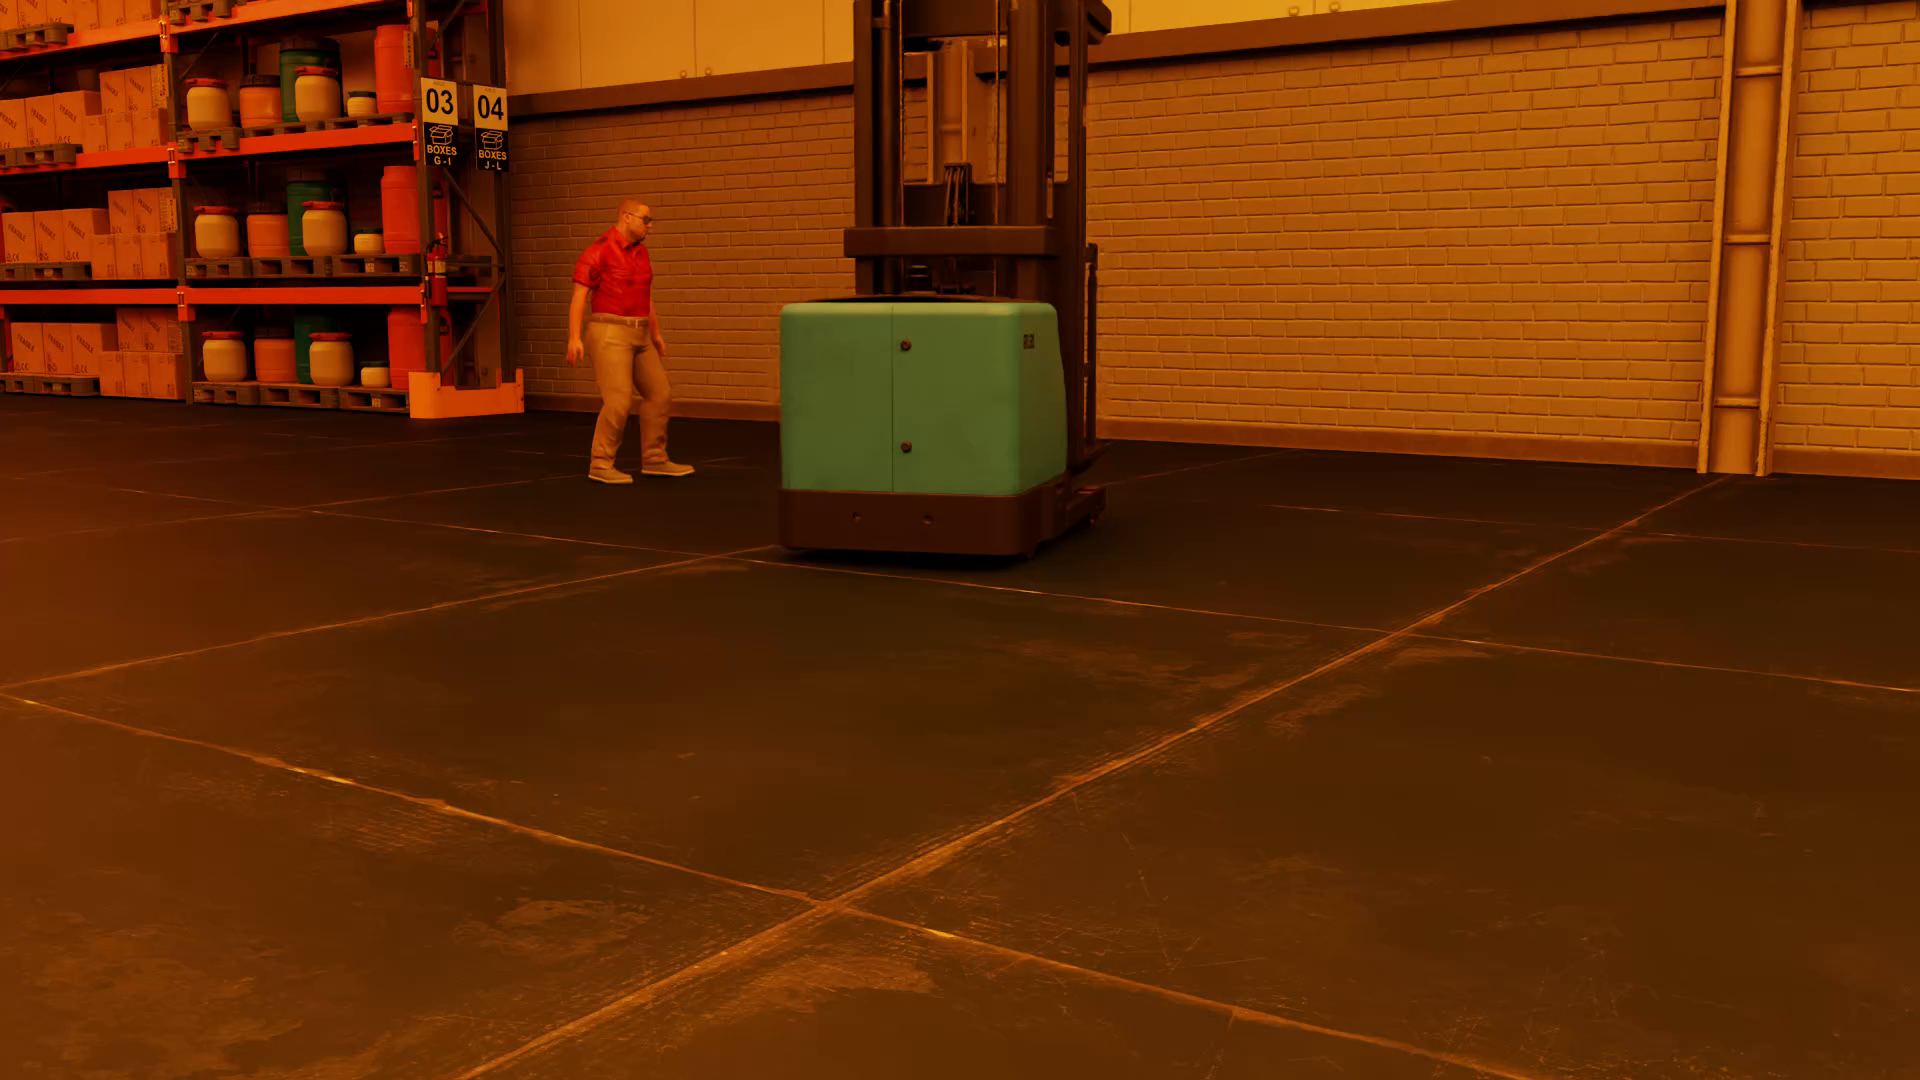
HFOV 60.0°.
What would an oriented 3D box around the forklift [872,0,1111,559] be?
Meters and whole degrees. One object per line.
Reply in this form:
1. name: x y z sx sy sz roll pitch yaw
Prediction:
1. forklift: 0.120 -1.517 8.088 1.101 2.867 2.884 2 8 14
